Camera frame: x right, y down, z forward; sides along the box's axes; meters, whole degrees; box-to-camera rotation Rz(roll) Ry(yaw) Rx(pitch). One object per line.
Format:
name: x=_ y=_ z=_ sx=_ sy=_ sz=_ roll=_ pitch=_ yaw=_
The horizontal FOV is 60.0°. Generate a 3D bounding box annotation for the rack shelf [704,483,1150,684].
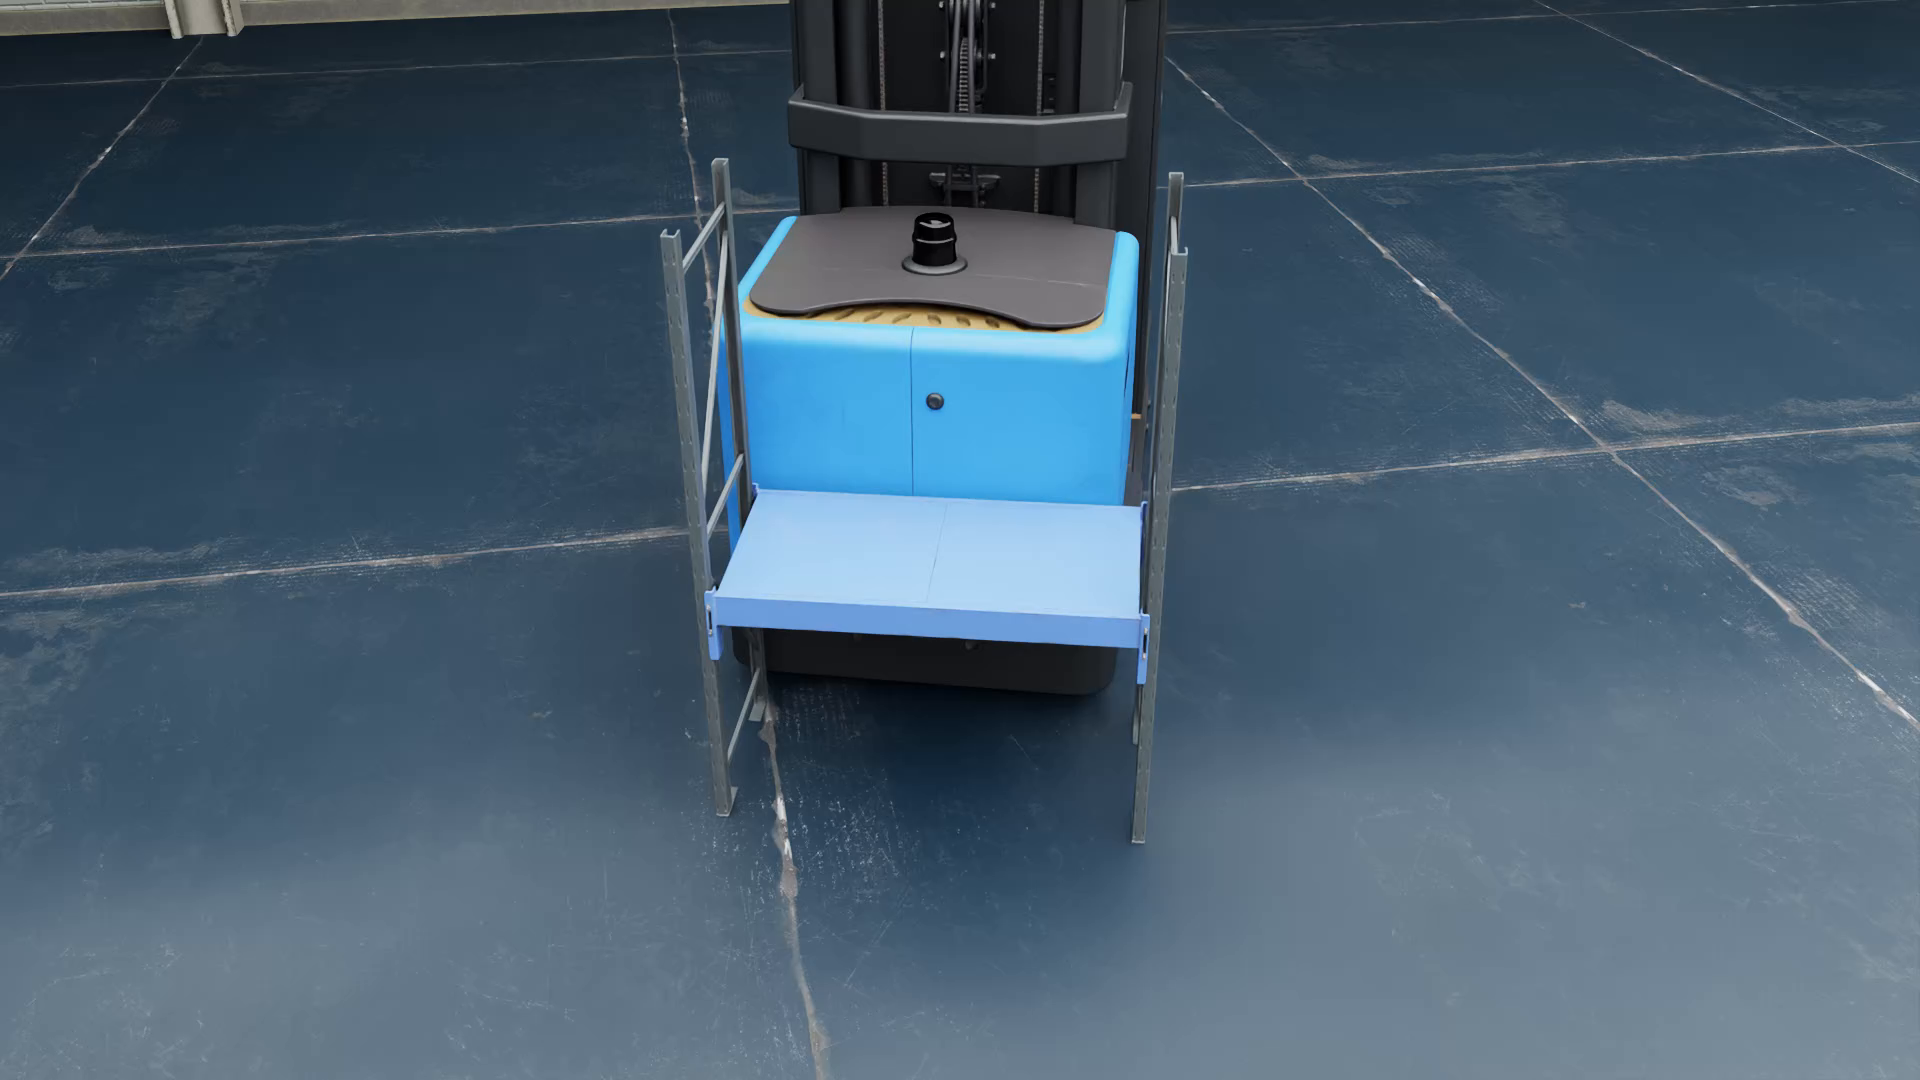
rack shelf: x=-0.054 y=0.091 z=3.967 sx=1.000 sy=0.185 sz=0.538 roll=3 pitch=31 yaw=5

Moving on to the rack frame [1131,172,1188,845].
rack frame: x=0.452 y=-0.038 z=3.832 sx=0.032 sy=1.500 sz=0.500 roll=3 pitch=31 yaw=5

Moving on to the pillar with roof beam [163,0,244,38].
pillar with roof beam: x=-4.165 y=-5.078 z=5.008 sx=0.400 sy=9.000 sz=9.100 roll=-5 pitch=31 yaw=-9

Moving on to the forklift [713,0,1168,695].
forklift: x=0.085 y=-1.579 z=5.044 sx=1.130 sy=2.935 sz=3.031 roll=4 pitch=31 yaw=7

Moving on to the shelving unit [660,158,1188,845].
shelving unit: x=-0.054 y=-0.063 z=3.875 sx=1.048 sy=1.500 sz=0.538 roll=3 pitch=31 yaw=5

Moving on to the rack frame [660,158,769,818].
rack frame: x=-0.560 y=-0.089 z=3.917 sx=0.032 sy=1.500 sz=0.500 roll=3 pitch=31 yaw=5
